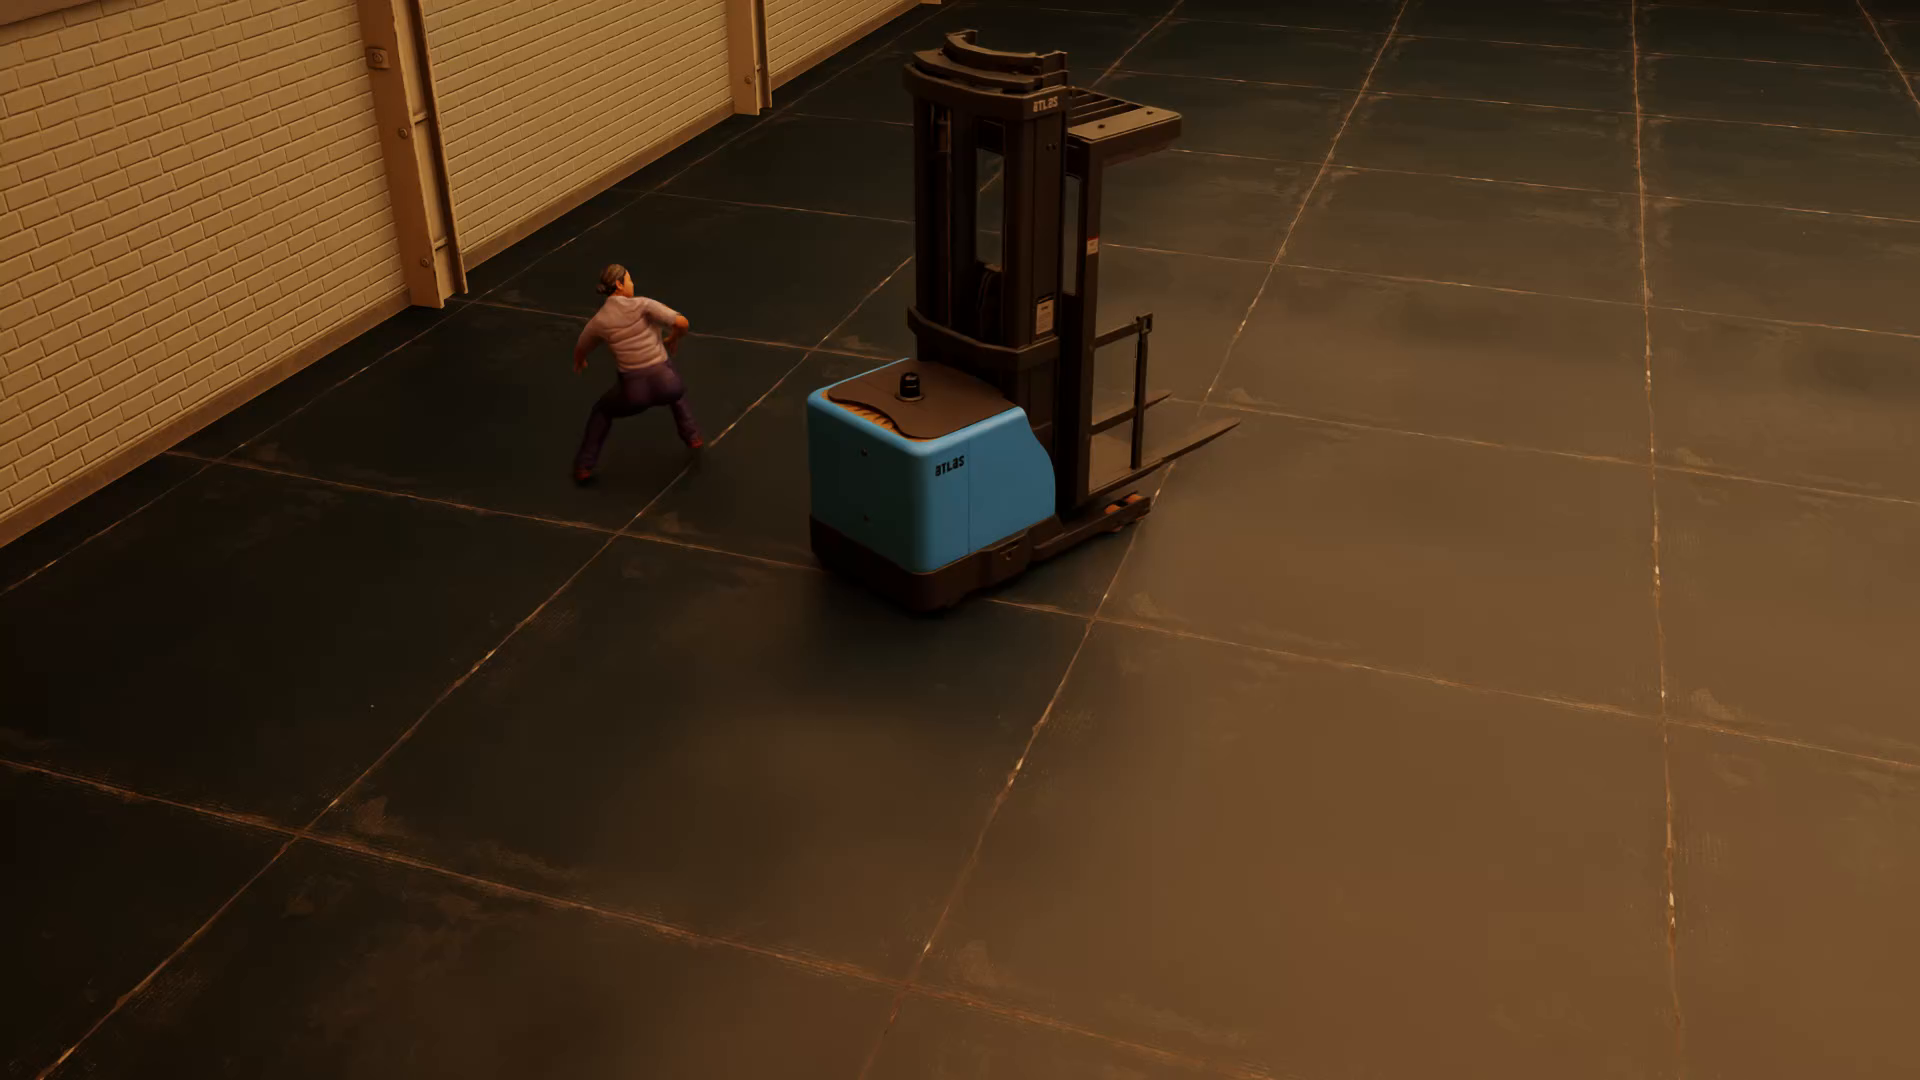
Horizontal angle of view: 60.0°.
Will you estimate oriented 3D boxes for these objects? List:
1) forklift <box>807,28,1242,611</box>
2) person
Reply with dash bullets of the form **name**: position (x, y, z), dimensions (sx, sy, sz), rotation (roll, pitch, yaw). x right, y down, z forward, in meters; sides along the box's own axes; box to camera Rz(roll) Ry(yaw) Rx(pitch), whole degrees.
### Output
- **forklift**: position (0.542, -1.492, 9.753), dimensions (3.031, 2.935, 1.130), rotation (-25, 38, -36)
- **person**: position (-2.115, -1.060, 10.615), dimensions (0.887, 1.443, 0.731), rotation (-6, 30, -11)
